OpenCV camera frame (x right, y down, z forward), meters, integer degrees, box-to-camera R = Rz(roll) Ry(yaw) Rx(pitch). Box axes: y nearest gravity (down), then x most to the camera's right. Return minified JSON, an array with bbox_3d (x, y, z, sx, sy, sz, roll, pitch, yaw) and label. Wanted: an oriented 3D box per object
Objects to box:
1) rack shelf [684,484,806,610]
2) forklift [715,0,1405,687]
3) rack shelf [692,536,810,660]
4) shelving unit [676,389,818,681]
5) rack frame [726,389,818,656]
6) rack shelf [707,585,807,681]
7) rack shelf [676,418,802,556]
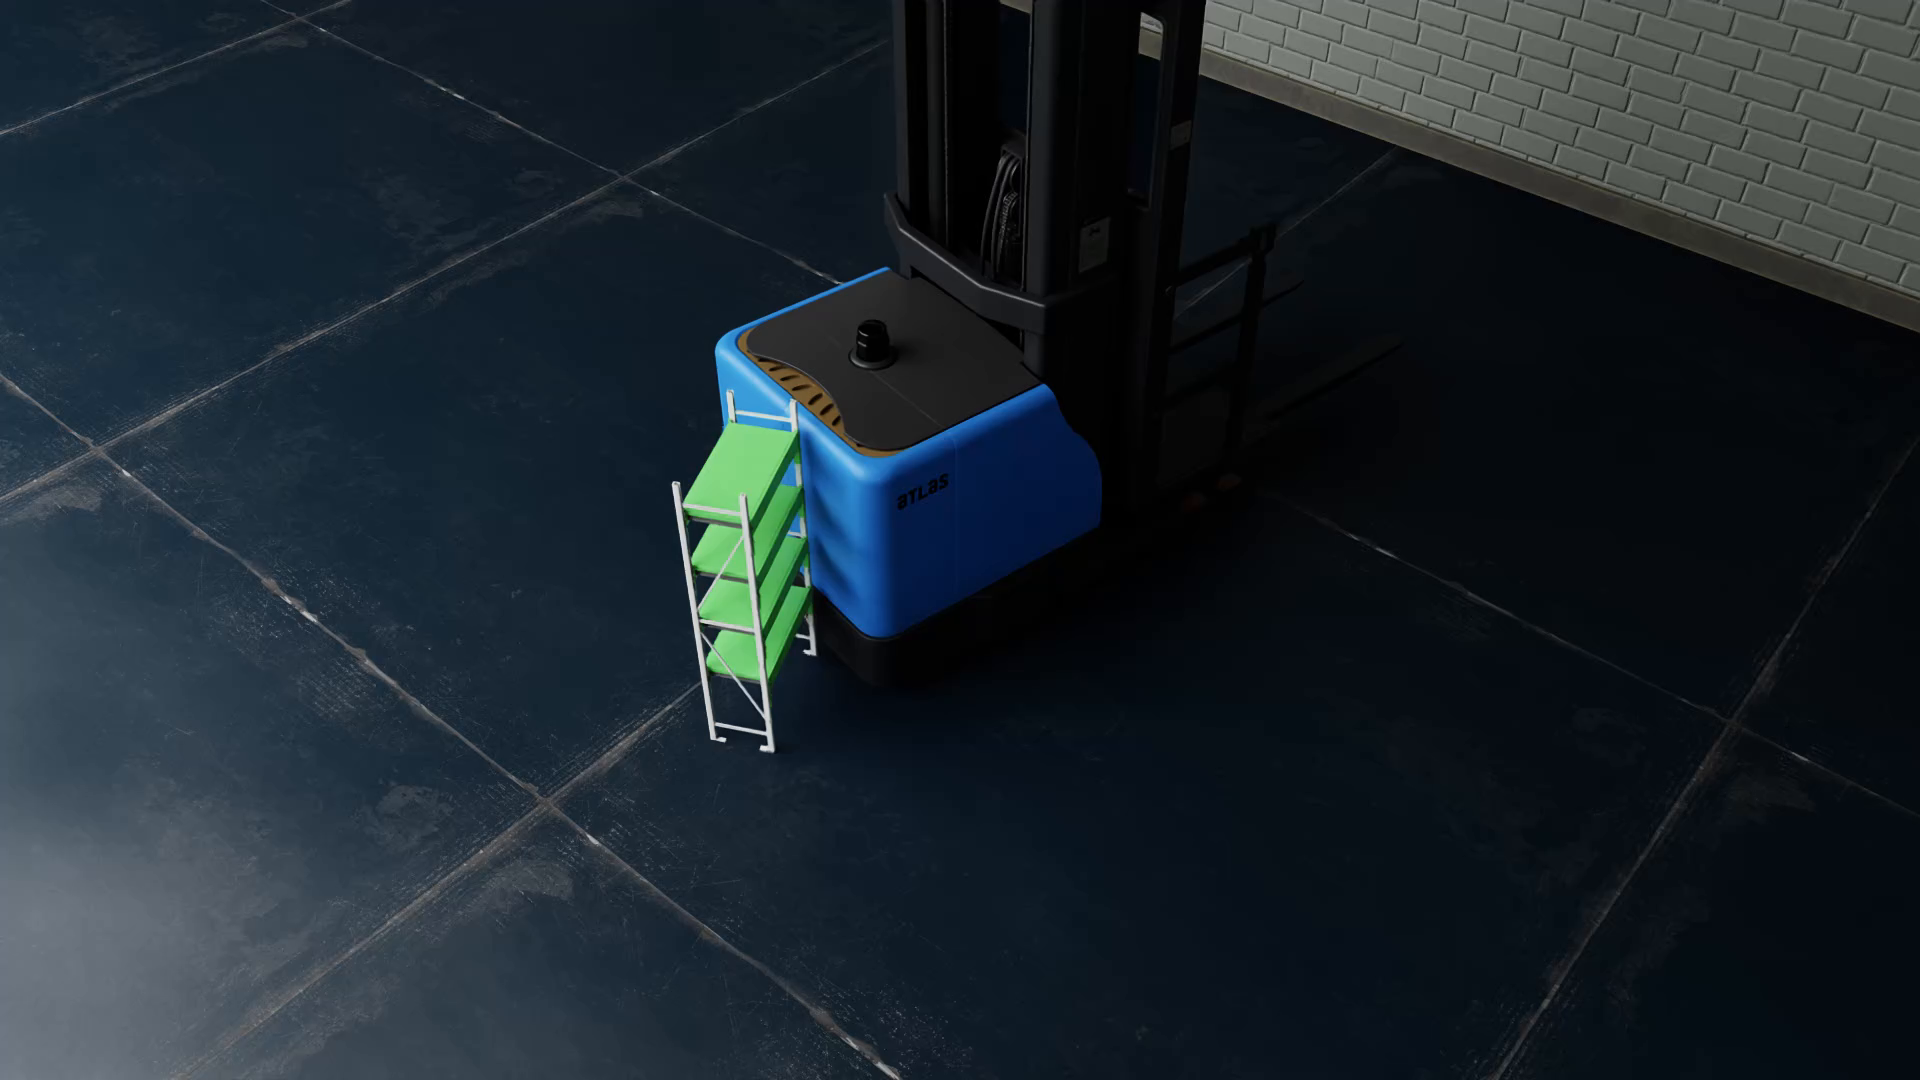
[{"bbox_3d":[-0.715,-0.003,5.599,0.258,0.148,0.480,10,43,10],"label":"rack shelf"},{"bbox_3d":[0.580,-1.368,6.076,3.031,2.935,1.130,-28,49,-27],"label":"forklift"},{"bbox_3d":[-0.715,0.175,5.761,0.258,0.148,0.480,10,43,10],"label":"rack shelf"},{"bbox_3d":[-0.714,0.124,5.722,0.258,1.200,0.492,10,43,10],"label":"shelving unit"},{"bbox_3d":[-0.656,-0.031,5.893,0.240,1.200,0.015,10,43,10],"label":"rack frame"},{"bbox_3d":[-0.715,0.313,5.886,0.221,0.021,0.457,10,43,10],"label":"rack shelf"},{"bbox_3d":[-0.715,-0.180,5.438,0.258,0.148,0.480,10,43,10],"label":"rack shelf"}]
